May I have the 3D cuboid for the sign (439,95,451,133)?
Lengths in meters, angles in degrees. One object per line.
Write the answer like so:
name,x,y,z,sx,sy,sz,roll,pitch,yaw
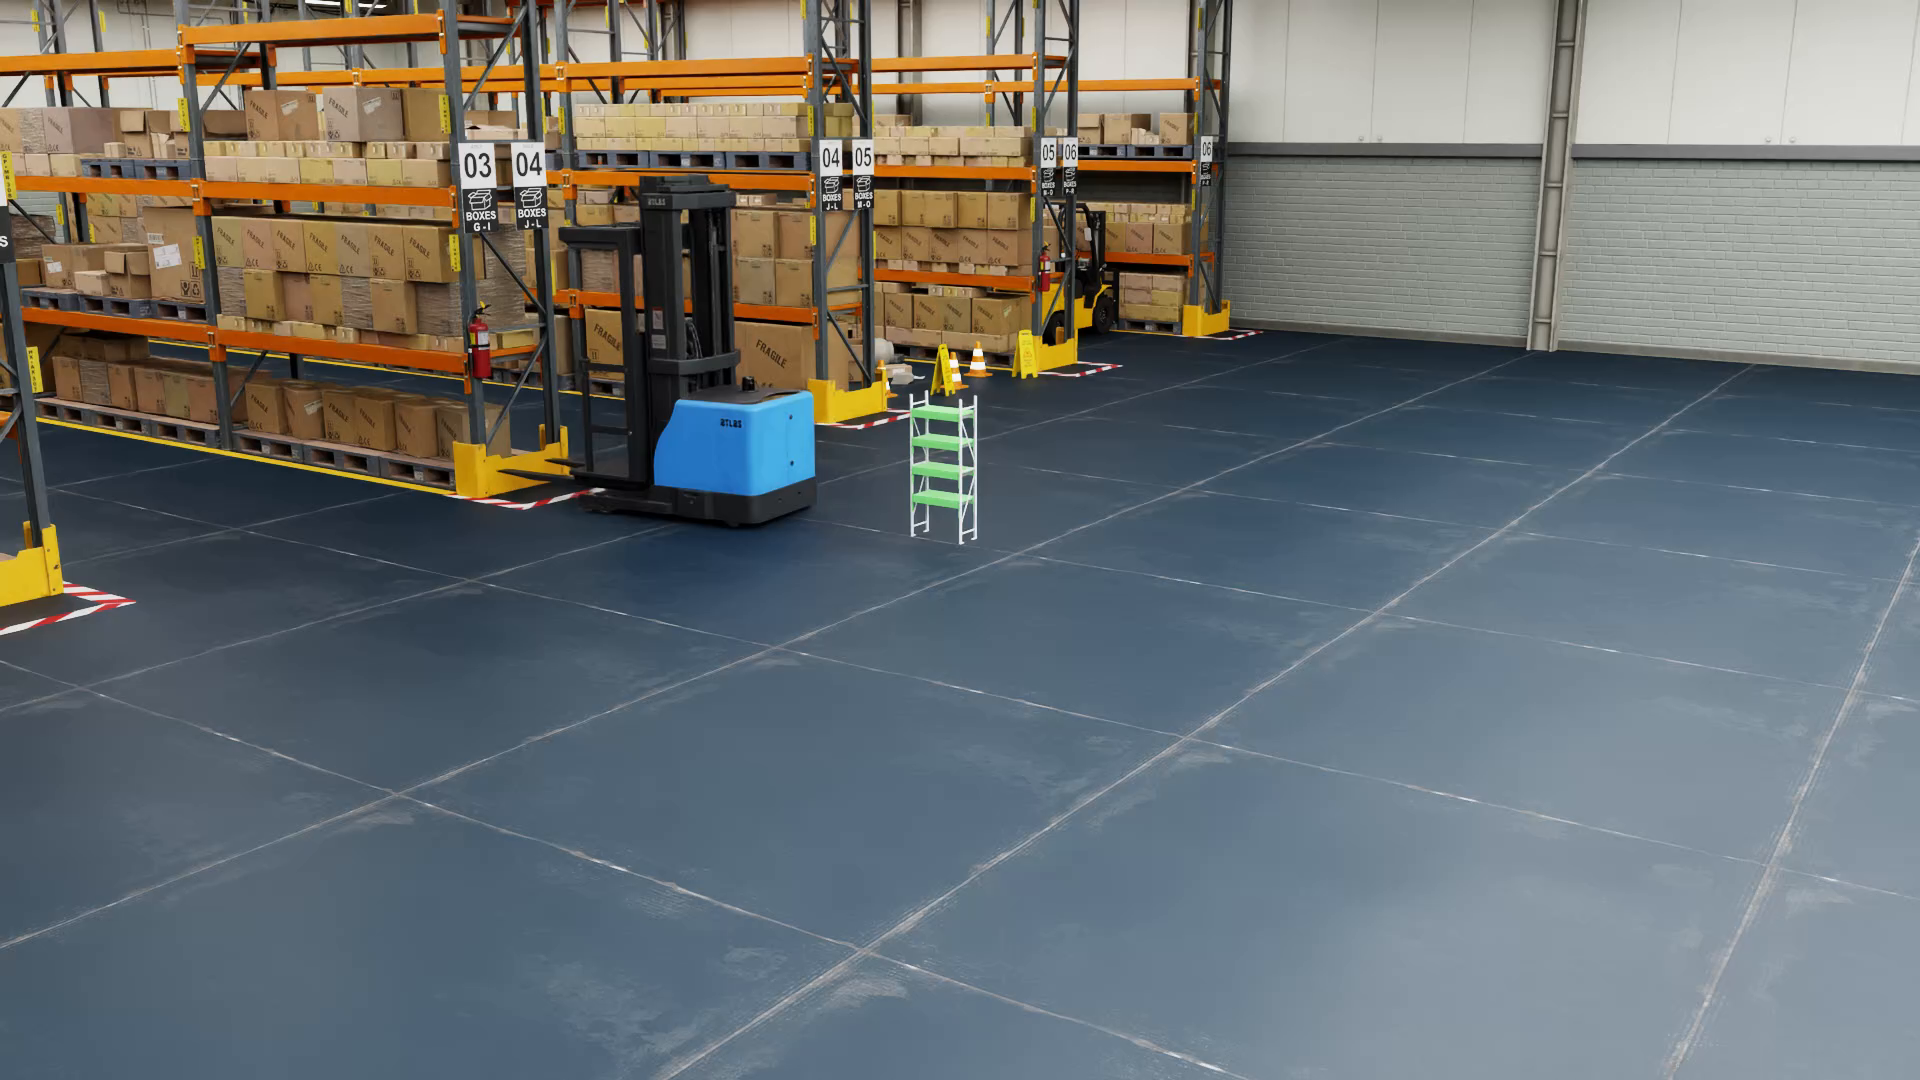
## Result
sign,-4.529,-3.743,14.618,0.005,0.325,0.100,9,17,33

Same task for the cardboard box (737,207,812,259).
cardboard box,-2.144,-3.651,19.769,0.550,0.550,0.875,9,17,33

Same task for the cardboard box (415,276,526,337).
cardboard box,-4.643,-2.238,15.793,0.500,0.500,0.875,9,17,33

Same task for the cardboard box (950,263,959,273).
cardboard box,0.061,-3.968,24.134,0.250,0.149,0.380,9,17,34

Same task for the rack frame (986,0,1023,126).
rack frame,0.777,-8.380,28.949,0.127,3.000,1.000,9,17,33

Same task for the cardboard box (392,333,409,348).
cardboard box,-5.196,-1.934,15.917,0.250,0.149,0.380,9,17,33

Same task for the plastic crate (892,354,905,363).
plastic crate,-1.145,-2.687,24.510,0.583,0.080,0.402,3,14,14

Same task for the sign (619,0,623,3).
sign,-4.339,-7.027,21.210,0.005,0.325,0.100,9,17,33

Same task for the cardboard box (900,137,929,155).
cardboard box,-0.517,-5.688,24.007,0.500,0.250,0.500,9,17,33

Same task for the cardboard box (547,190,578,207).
cardboard box,-6.723,-5.700,28.320,0.500,0.500,0.500,9,17,33

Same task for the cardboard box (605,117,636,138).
cardboard box,-4.000,-5.069,20.425,0.500,0.250,0.500,9,17,32

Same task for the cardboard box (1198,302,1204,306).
cardboard box,3.797,-3.906,28.206,0.500,0.250,0.500,9,17,33

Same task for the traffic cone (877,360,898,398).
traffic cone,-0.998,-2.064,21.197,0.334,0.463,0.336,9,17,33

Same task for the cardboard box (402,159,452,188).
cardboard box,-4.744,-3.363,15.235,0.500,0.250,0.500,10,17,34

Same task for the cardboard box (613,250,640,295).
cardboard box,-3.887,-3.434,21.140,0.550,0.550,0.875,9,17,33

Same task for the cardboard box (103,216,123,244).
cardboard box,-13.550,-5.029,27.071,0.500,0.500,0.500,9,17,34

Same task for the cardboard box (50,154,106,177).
cardboard box,-9.735,-4.172,18.503,0.500,0.250,0.500,10,17,34

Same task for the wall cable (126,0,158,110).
wall cable,-16.825,-9.706,34.305,0.029,3.000,0.463,9,17,33

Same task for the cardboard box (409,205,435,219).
cardboard box,-7.201,-4.418,23.139,0.500,0.500,0.700,9,16,32

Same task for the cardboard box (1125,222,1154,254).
cardboard box,3.116,-5.065,27.835,0.500,0.500,0.500,10,17,35

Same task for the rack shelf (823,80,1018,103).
rack shelf,-0.883,-8.105,30.167,4.000,0.370,1.077,9,17,33

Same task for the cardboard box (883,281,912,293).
cardboard box,-0.929,-3.760,24.708,0.250,0.149,0.380,10,17,36

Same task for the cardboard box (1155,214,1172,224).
cardboard box,3.423,-5.314,27.490,0.250,0.149,0.380,9,17,34

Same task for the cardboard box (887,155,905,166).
cardboard box,-0.848,-5.531,24.204,0.250,0.149,0.380,9,16,32

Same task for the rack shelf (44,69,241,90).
rack shelf,-12.967,-7.380,26.411,4.000,0.370,1.077,9,17,33

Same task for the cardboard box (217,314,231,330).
cardboard box,-7.511,-2.291,17.359,0.250,0.149,0.380,9,17,33

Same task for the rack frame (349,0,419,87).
rack frame,-7.988,-6.926,23.074,0.127,3.000,1.000,9,17,33

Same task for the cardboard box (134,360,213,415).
cardboard box,-8.868,-1.731,18.861,0.500,0.500,0.700,8,16,28

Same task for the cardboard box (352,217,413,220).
cardboard box,-5.751,-2.973,16.682,0.500,0.500,0.500,9,17,33

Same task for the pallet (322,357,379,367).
pallet,-8.636,-2.765,24.555,1.213,0.211,1.003,9,17,33

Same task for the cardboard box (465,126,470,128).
cardboard box,-6.669,-5.402,22.264,0.500,0.311,0.500,9,16,32

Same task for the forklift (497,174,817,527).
forklift,-2.827,-1.759,14.831,3.031,2.935,1.130,7,16,26

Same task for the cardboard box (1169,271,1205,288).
cardboard box,3.803,-4.388,28.075,0.500,0.250,0.500,9,16,32

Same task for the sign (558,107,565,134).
sign,-4.964,-5.228,20.725,0.005,0.325,0.100,9,17,33

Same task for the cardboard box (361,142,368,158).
cardboard box,-5.403,-3.677,15.676,0.250,0.149,0.380,9,17,33

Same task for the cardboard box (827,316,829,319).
cardboard box,-2.427,-3.476,26.217,0.625,0.372,0.950,9,17,34

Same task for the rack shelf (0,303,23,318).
rack shelf,-12.500,-2.957,21.025,4.000,0.370,1.077,9,17,33

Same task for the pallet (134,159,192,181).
pallet,-7.974,-3.971,17.770,1.003,0.211,1.213,9,17,33

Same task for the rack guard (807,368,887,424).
rack guard,-1.330,-1.724,19.748,0.348,0.500,1.175,9,17,33

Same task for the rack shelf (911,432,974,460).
rack shelf,-0.137,-0.776,13.726,0.480,0.148,0.258,9,17,33

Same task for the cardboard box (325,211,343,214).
cardboard box,-11.710,-6.014,31.667,0.500,0.500,0.500,9,17,32

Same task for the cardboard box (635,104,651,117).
cardboard box,-3.710,-5.198,20.118,0.250,0.149,0.380,9,17,33

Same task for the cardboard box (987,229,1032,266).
cardboard box,0.725,-4.152,23.527,0.500,0.500,0.500,9,16,32

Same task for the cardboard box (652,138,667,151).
cardboard box,-3.499,-4.777,20.076,0.250,0.149,0.380,9,17,33

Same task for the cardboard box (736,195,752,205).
cardboard box,-3.319,-5.328,26.054,0.250,0.149,0.380,8,16,30

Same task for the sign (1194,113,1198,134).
sign,3.781,-6.673,26.616,0.005,0.325,0.100,9,17,33

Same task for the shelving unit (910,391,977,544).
shelving unit,-0.137,-0.605,13.769,0.503,1.200,0.258,9,17,33

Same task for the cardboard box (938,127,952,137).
cardboard box,-0.115,-5.841,23.796,0.250,0.149,0.380,9,16,31

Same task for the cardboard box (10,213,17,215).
cardboard box,-11.977,-3.763,20.487,0.637,0.503,0.797,10,17,34

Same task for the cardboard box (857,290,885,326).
cardboard box,-1.201,-3.509,25.042,0.500,0.500,0.500,10,17,35

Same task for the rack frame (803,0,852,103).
rack frame,-1.990,-7.390,24.949,0.127,3.000,1.000,9,17,33

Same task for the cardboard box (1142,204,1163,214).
cardboard box,3.227,-5.502,27.630,0.250,0.149,0.380,10,17,34

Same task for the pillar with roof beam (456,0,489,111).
pillar with roof beam,-13.317,-9.672,34.169,0.548,9.000,9.100,9,17,33
